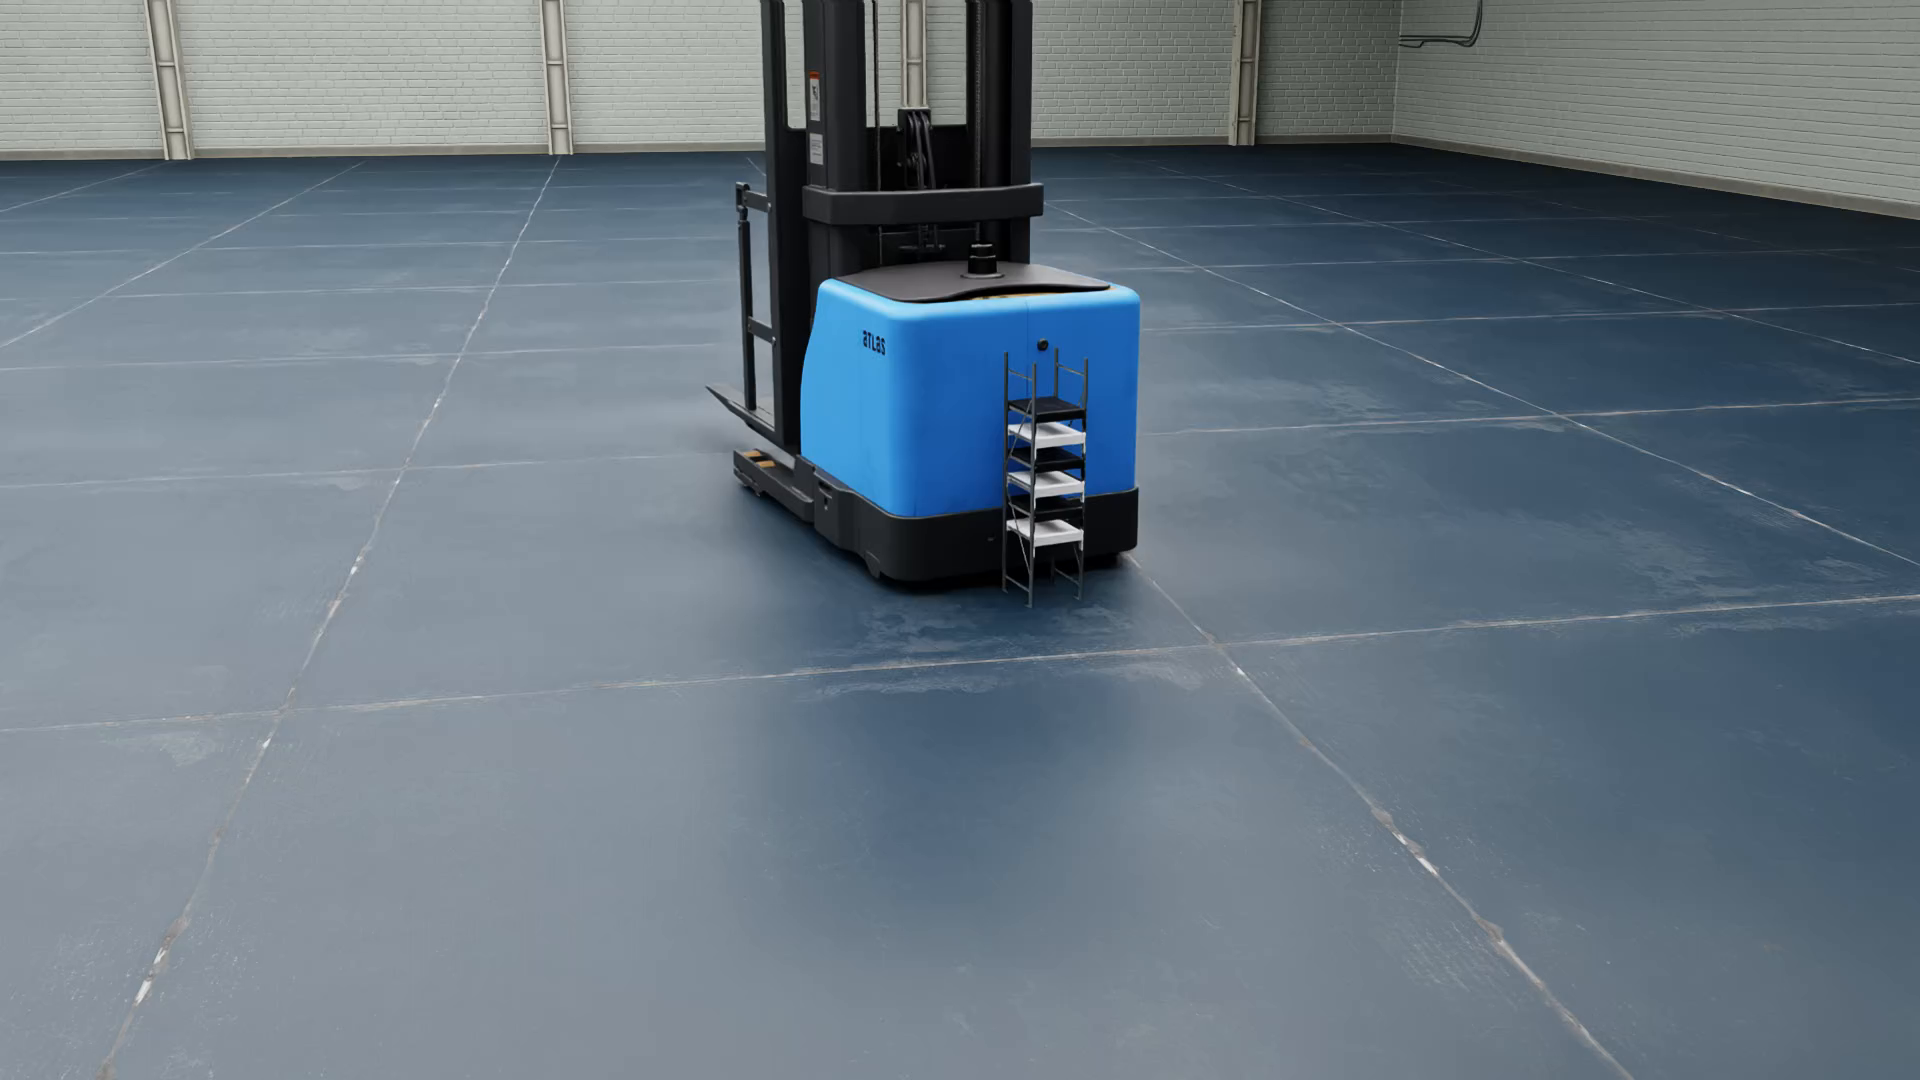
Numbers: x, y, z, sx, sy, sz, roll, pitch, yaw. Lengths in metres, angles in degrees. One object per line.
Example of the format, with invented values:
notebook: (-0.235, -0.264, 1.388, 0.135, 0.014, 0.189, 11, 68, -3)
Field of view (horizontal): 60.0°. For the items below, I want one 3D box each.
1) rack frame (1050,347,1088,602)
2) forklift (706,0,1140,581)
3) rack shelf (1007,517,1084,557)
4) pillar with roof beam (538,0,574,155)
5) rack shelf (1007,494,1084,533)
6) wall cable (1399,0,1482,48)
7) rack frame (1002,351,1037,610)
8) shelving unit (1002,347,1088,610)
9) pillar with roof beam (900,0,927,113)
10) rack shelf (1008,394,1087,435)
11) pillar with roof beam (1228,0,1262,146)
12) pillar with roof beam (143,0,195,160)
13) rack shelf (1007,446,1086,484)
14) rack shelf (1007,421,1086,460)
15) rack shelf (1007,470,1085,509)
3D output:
rack frame: (0.395, -0.236, 6.047, 0.006, 0.900, 0.240, -8, 19, -24)
forklift: (-0.385, -1.639, 7.156, 1.130, 2.935, 3.031, -8, 19, -24)
rack shelf: (0.303, -0.020, 6.070, 0.200, 0.077, 0.258, -8, 19, -24)
pillar with roof beam: (-5.876, -9.547, 22.567, 0.400, 9.000, 9.100, -3, 17, -10)
rack shelf: (0.303, -0.106, 6.043, 0.200, 0.077, 0.258, -8, 19, -24)
wall cable: (8.233, -9.755, 28.533, 0.112, 2.526, 3.097, -3, 17, -10)
rack frame: (0.210, -0.211, 5.966, 0.006, 0.900, 0.240, -8, 19, -24)
shelving unit: (0.303, -0.224, 6.007, 0.210, 0.900, 0.258, -8, 19, -24)
pillar with roof beam: (0.015, -9.881, 23.655, 0.400, 9.000, 9.100, -3, 17, -10)
rack shelf: (0.303, -0.450, 5.937, 0.200, 0.077, 0.258, -8, 19, -24)
pillar with roof beam: (5.906, -10.215, 24.743, 0.400, 9.000, 9.100, -3, 17, -10)
pillar with roof beam: (-11.767, -9.212, 21.479, 0.400, 9.000, 9.100, -3, 17, -10)
rack shelf: (0.303, -0.278, 5.990, 0.200, 0.077, 0.258, -8, 19, -24)
rack shelf: (0.303, -0.364, 5.963, 0.200, 0.077, 0.258, -8, 19, -24)
rack shelf: (0.303, -0.192, 6.016, 0.200, 0.077, 0.258, -8, 19, -24)
